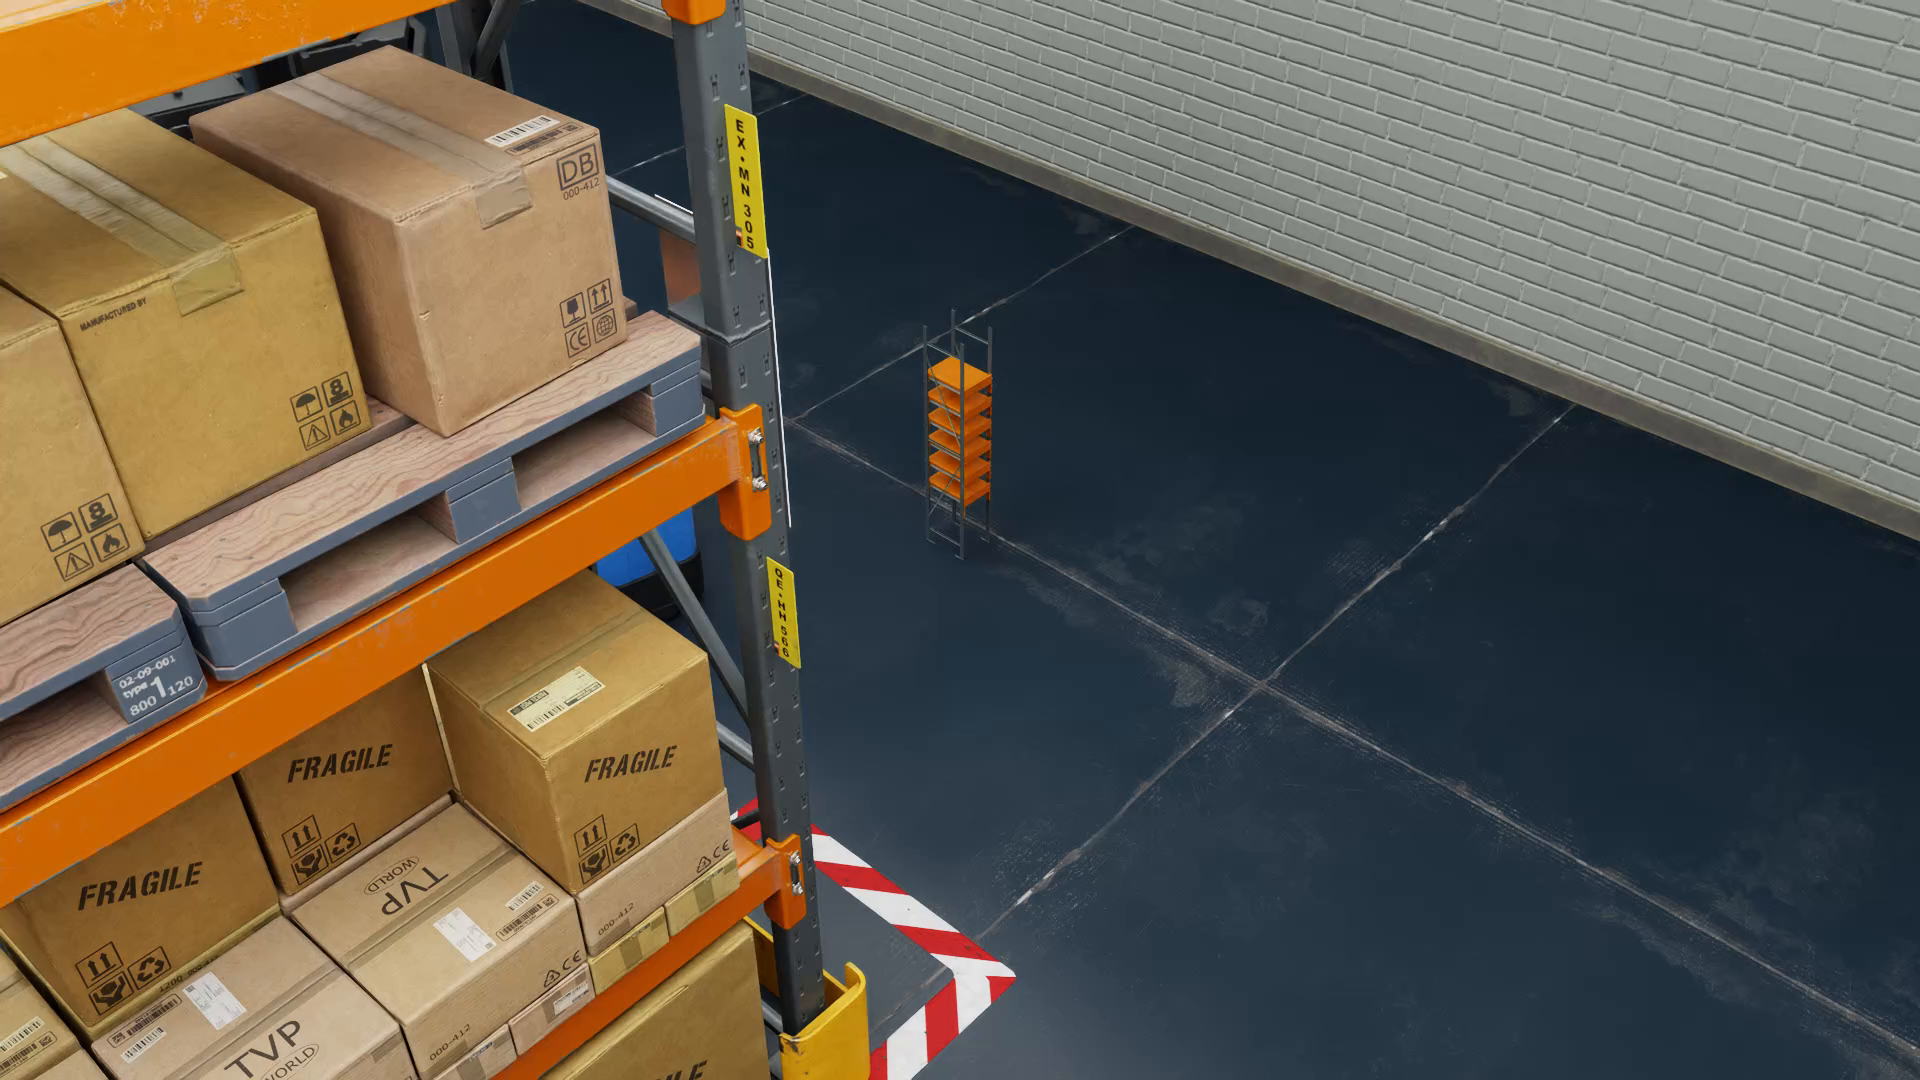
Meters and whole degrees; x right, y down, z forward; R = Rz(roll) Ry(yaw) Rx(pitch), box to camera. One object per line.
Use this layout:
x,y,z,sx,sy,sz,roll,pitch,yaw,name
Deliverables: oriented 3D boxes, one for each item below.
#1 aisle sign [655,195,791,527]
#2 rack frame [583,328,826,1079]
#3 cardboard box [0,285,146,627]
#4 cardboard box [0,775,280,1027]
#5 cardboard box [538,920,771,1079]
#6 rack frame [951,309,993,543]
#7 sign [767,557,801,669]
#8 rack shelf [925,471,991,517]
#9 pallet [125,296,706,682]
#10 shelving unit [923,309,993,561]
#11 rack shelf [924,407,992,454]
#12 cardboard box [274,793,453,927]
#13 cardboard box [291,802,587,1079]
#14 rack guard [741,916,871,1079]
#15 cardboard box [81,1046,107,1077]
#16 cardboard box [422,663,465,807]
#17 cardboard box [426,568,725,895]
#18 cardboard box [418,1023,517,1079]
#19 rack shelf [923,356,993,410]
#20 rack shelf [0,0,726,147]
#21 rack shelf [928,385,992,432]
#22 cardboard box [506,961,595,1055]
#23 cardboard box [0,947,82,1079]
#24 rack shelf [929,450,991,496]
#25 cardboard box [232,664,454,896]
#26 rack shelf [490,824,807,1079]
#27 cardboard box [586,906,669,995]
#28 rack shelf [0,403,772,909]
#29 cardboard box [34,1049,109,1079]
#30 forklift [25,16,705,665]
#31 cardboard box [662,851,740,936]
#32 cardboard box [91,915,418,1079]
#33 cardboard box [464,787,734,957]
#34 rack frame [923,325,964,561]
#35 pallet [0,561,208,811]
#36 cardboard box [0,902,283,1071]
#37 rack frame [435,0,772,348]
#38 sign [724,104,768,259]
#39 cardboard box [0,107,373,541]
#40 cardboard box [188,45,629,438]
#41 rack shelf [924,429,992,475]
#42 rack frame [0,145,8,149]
-0.575,-0.424,4.068,0.394,0.787,0.004,30,47,32,aisle sign
-0.845,0.500,4.994,1.000,3.000,0.127,30,47,32,rack frame
-1.938,-0.189,2.953,0.700,0.500,0.500,26,45,29,cardboard box
-2.050,0.727,3.989,0.500,0.500,0.500,28,46,31,cardboard box
-1.217,1.495,5.113,0.875,0.875,0.875,30,47,32,cardboard box
0.052,-0.505,7.705,0.240,1.200,0.006,30,47,32,rack frame
-0.454,0.189,4.265,0.100,0.325,0.005,30,47,32,sign
-0.010,-0.240,7.829,0.258,0.103,0.180,30,47,32,rack shelf
-1.338,-0.294,3.654,1.003,0.211,1.213,30,47,32,pallet
-0.010,-0.463,7.652,0.258,1.200,0.189,30,47,32,shelving unit
-0.010,-0.522,7.605,0.258,0.103,0.180,30,47,32,rack shelf
-1.714,0.791,4.510,0.500,0.250,0.500,29,47,31,cardboard box
-1.319,1.010,4.235,0.500,0.250,0.500,29,47,31,cardboard box
-0.829,1.468,5.786,1.175,0.500,0.348,30,47,32,rack guard
-2.193,1.215,4.297,0.380,0.149,0.250,29,47,31,cardboard box
-1.368,0.550,4.813,0.500,0.250,0.500,28,46,31,cardboard box
-0.979,0.483,4.295,0.500,0.500,0.500,30,47,32,cardboard box
-1.356,1.250,4.253,0.380,0.149,0.250,31,48,33,cardboard box
-0.010,-0.710,7.455,0.258,0.103,0.180,30,47,32,rack shelf
-2.194,-0.491,2.320,1.077,0.370,4.000,30,47,32,rack shelf
-0.010,-0.616,7.530,0.258,0.103,0.180,30,47,32,rack shelf
-1.187,1.136,4.396,0.380,0.149,0.250,30,47,32,cardboard box
-2.403,1.263,3.917,0.500,0.250,0.500,29,47,31,cardboard box
-0.010,-0.334,7.754,0.258,0.103,0.180,30,47,32,rack shelf
-1.705,0.486,4.291,0.500,0.500,0.500,28,47,31,cardboard box
-2.194,1.701,4.063,1.077,0.370,4.000,30,47,32,rack shelf
-1.016,1.021,4.542,0.380,0.149,0.250,30,47,32,cardboard box
-2.194,0.527,3.129,1.077,0.370,4.000,30,47,32,rack shelf
-2.010,1.485,3.638,0.500,0.250,0.500,30,47,32,cardboard box
-2.675,-0.583,6.411,3.031,2.935,1.130,-23,44,-26,forklift
-0.842,0.901,4.693,0.380,0.149,0.250,31,48,33,cardboard box
-1.662,1.244,3.941,0.500,0.250,0.500,28,46,31,cardboard box
-0.976,0.777,4.528,0.500,0.250,0.500,29,47,31,cardboard box
-0.071,-0.421,7.599,0.240,1.200,0.006,30,47,32,rack frame
-2.161,0.269,2.946,1.003,0.211,1.213,30,47,32,pallet
-2.055,1.021,4.221,0.500,0.250,0.500,28,46,31,cardboard box
-0.845,-1.848,3.127,1.000,3.000,0.127,30,47,32,rack frame
-0.454,-0.755,3.515,0.100,0.325,0.005,30,47,32,sign
-1.625,-0.447,3.277,0.700,0.500,0.500,28,46,30,cardboard box
-1.156,-0.655,3.539,0.700,0.500,0.500,27,46,29,cardboard box
-0.010,-0.428,7.679,0.258,0.103,0.180,30,47,32,rack shelf
-4.501,-1.579,7.610,1.000,3.000,0.127,30,47,32,rack frame
